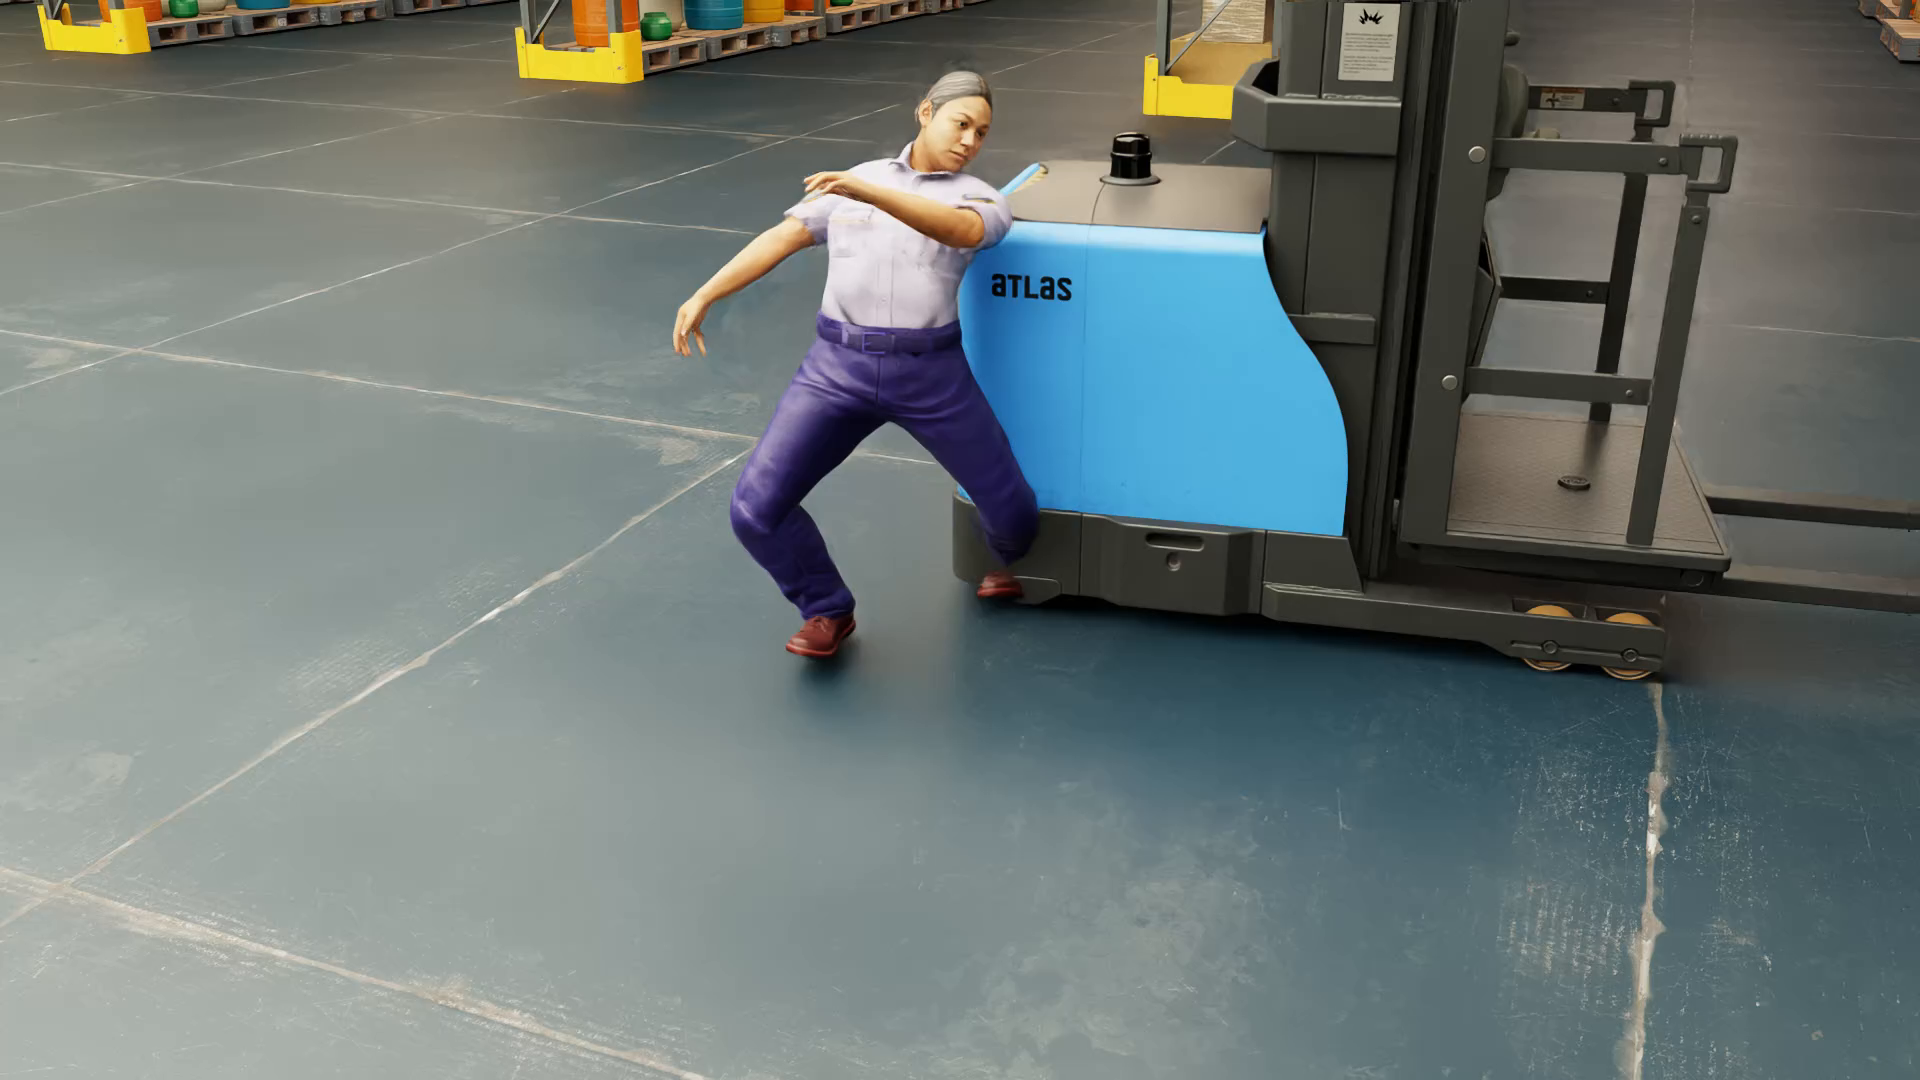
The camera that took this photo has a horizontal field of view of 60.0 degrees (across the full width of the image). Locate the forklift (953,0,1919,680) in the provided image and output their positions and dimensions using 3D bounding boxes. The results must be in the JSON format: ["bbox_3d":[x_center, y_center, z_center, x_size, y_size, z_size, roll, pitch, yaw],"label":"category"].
[{"bbox_3d":[1.554,-1.222,4.217,3.031,2.935,1.130,6,23,13],"label":"forklift"}]

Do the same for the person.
[{"bbox_3d":[-0.247,-0.416,4.155,0.900,1.424,0.773,1,23,2],"label":"person"}]
